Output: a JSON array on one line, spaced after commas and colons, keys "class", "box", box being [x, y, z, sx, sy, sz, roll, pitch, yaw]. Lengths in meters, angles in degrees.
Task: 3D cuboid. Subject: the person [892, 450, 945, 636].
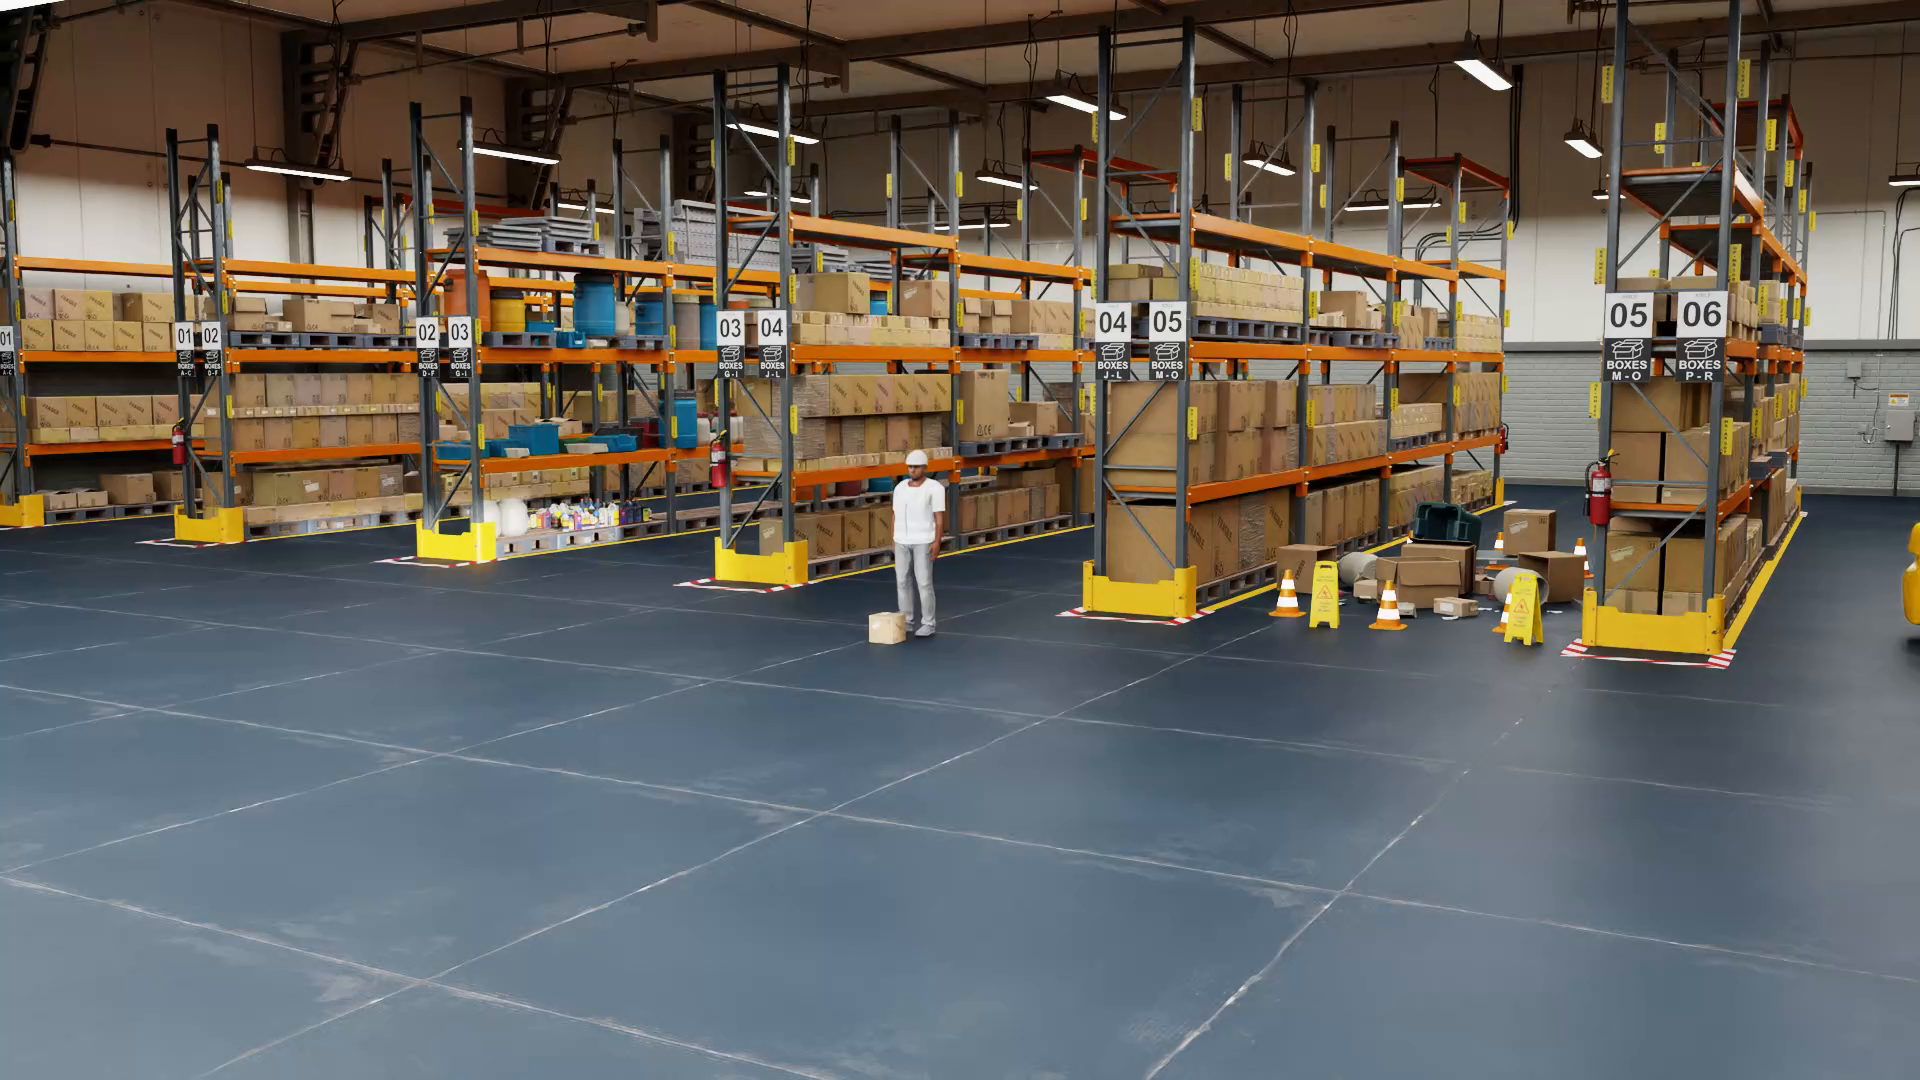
[{"class": "person", "box": [-0.414, 0.025, 15.808, 0.563, 1.759, 0.360, 3, 7, 30]}]
